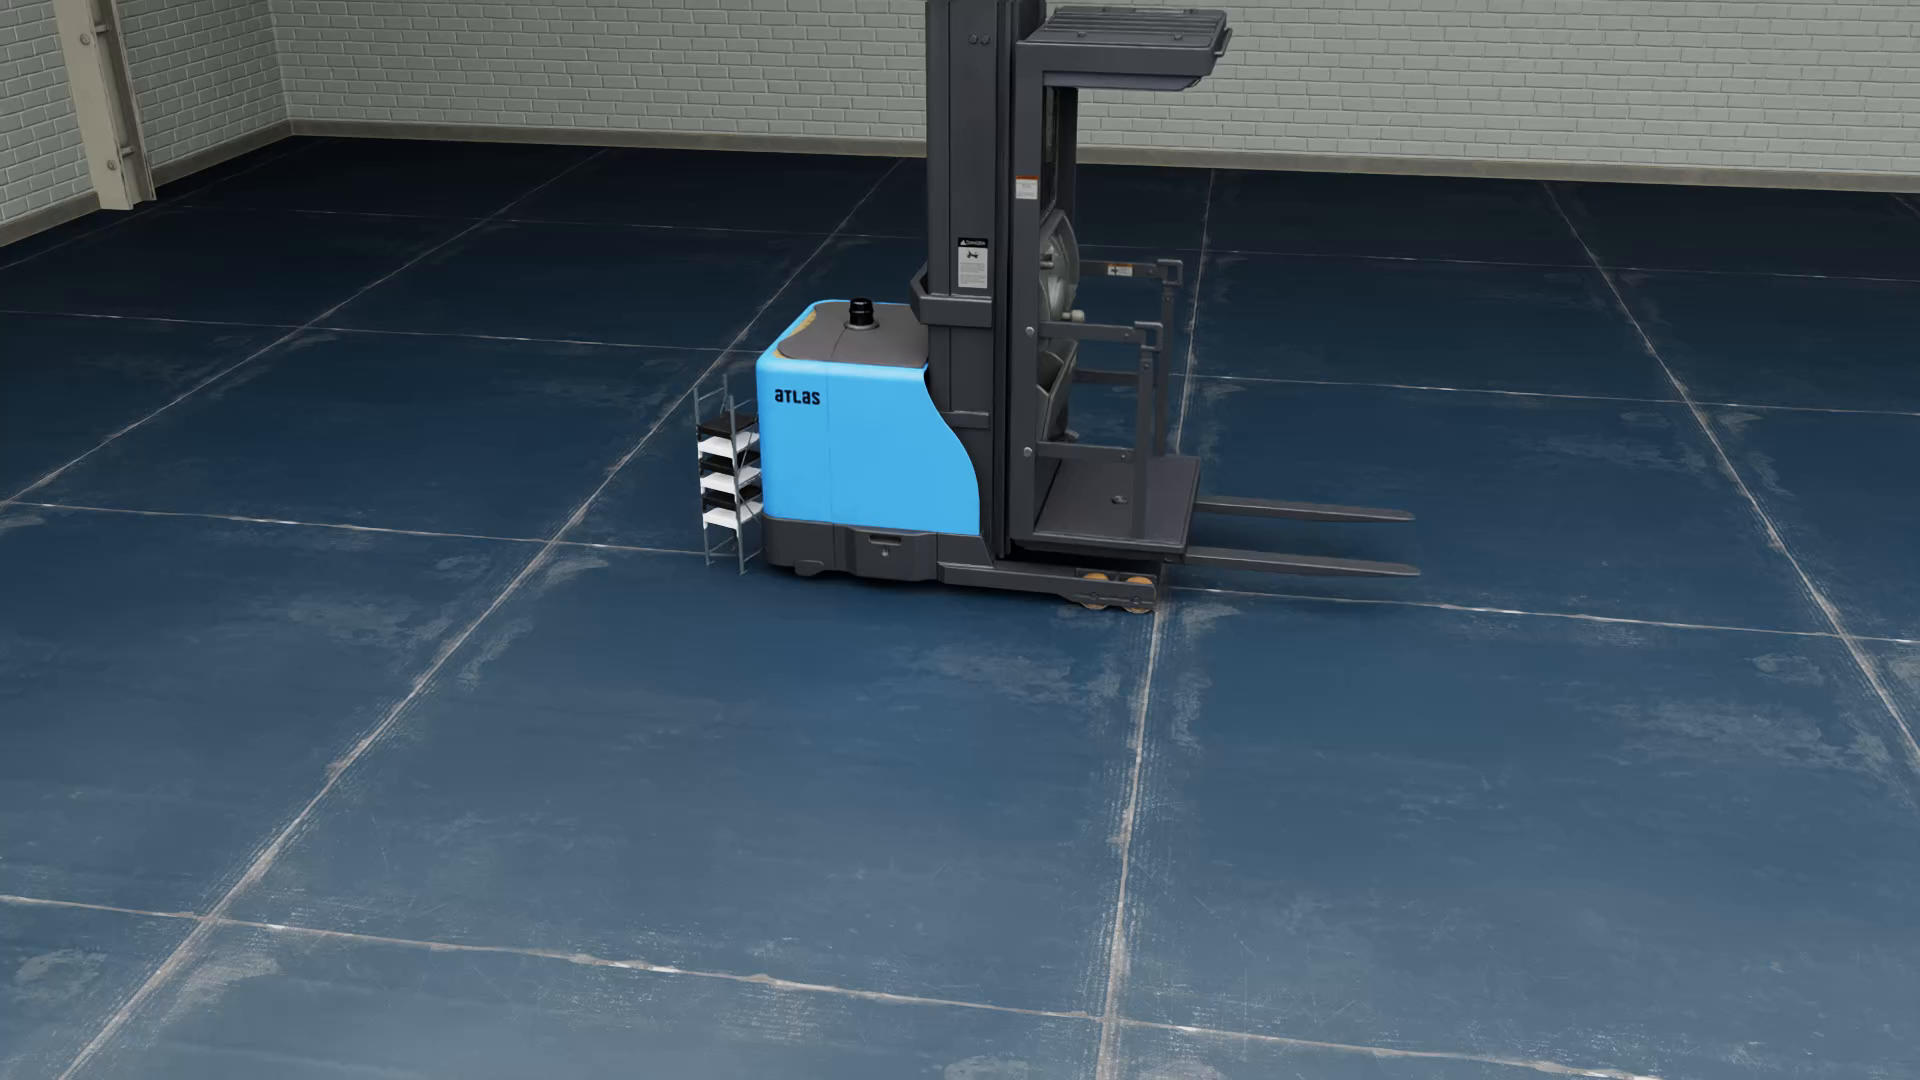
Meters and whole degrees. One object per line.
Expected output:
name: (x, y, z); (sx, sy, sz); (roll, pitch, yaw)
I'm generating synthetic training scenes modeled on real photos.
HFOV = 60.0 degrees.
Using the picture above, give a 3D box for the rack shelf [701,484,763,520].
rack shelf: (-1.069, -0.196, 7.897); (0.200, 0.077, 0.258); (13, 28, 26)

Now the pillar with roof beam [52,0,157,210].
pillar with roof beam: (-3.024, -6.714, 11.980); (9.100, 9.000, 0.400); (4, 25, 9)

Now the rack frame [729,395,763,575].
rack frame: (-0.981, -0.286, 7.800); (0.006, 0.900, 0.240); (13, 28, 26)

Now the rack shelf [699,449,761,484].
rack shelf: (-1.069, -0.359, 7.821); (0.200, 0.077, 0.258); (13, 28, 26)

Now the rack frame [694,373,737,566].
rack frame: (-1.158, -0.329, 7.890); (0.006, 0.900, 0.240); (13, 28, 26)

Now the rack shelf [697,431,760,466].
rack shelf: (-1.069, -0.440, 7.783); (0.200, 0.077, 0.258); (13, 28, 26)

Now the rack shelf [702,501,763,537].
rack shelf: (-1.069, -0.114, 7.936); (0.200, 0.077, 0.258); (13, 28, 26)

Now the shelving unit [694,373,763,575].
shelving unit: (-1.069, -0.307, 7.845); (0.210, 0.900, 0.258); (13, 28, 26)

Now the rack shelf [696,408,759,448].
rack shelf: (-1.069, -0.522, 7.745); (0.200, 0.077, 0.258); (13, 28, 26)

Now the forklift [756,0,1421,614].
forklift: (0.633, -1.239, 7.439); (3.031, 2.935, 1.130); (5, 26, 11)

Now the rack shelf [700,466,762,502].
rack shelf: (-1.069, -0.277, 7.859); (0.200, 0.077, 0.258); (13, 28, 26)
